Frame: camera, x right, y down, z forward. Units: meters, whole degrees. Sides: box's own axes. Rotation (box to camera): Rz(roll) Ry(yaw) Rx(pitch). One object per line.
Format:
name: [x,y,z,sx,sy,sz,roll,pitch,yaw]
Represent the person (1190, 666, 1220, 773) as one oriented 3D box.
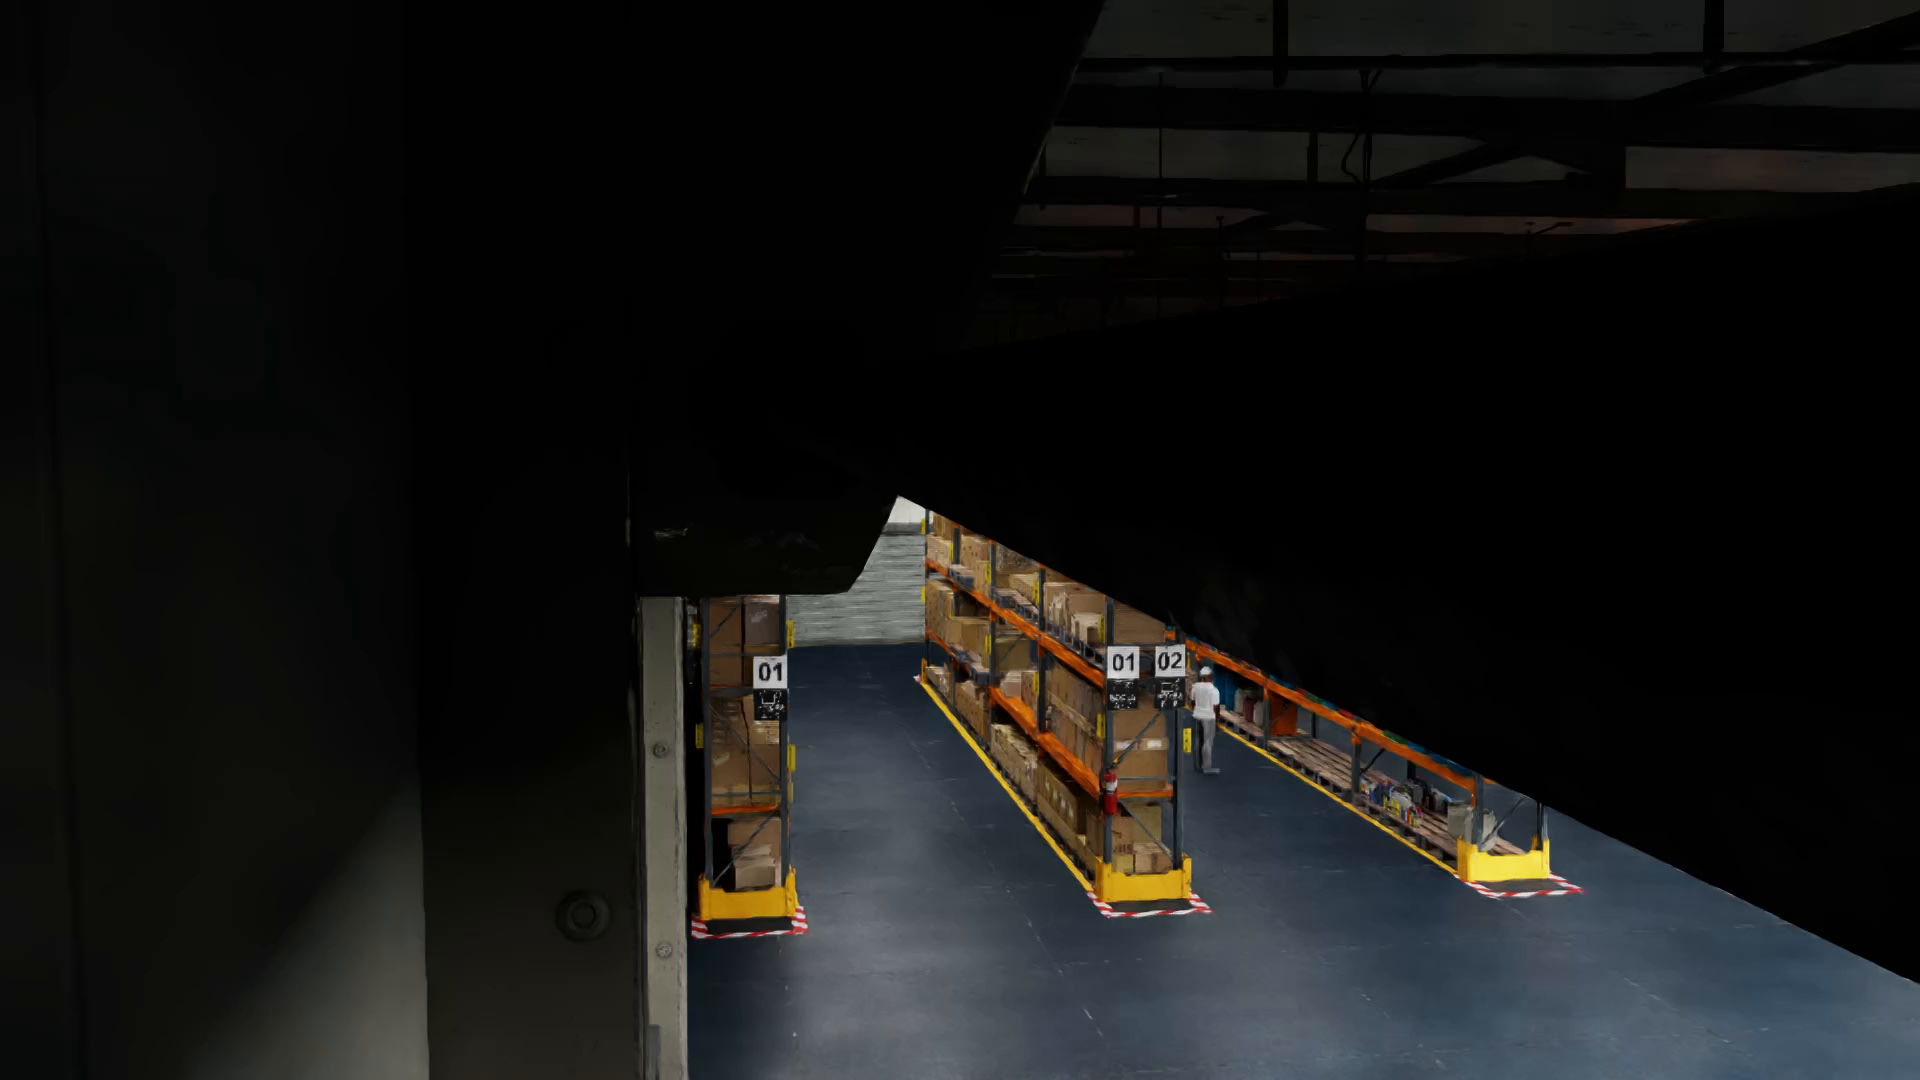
person: [4.147,2.986,27.860,0.453,1.759,0.632,-4,6,-39]
